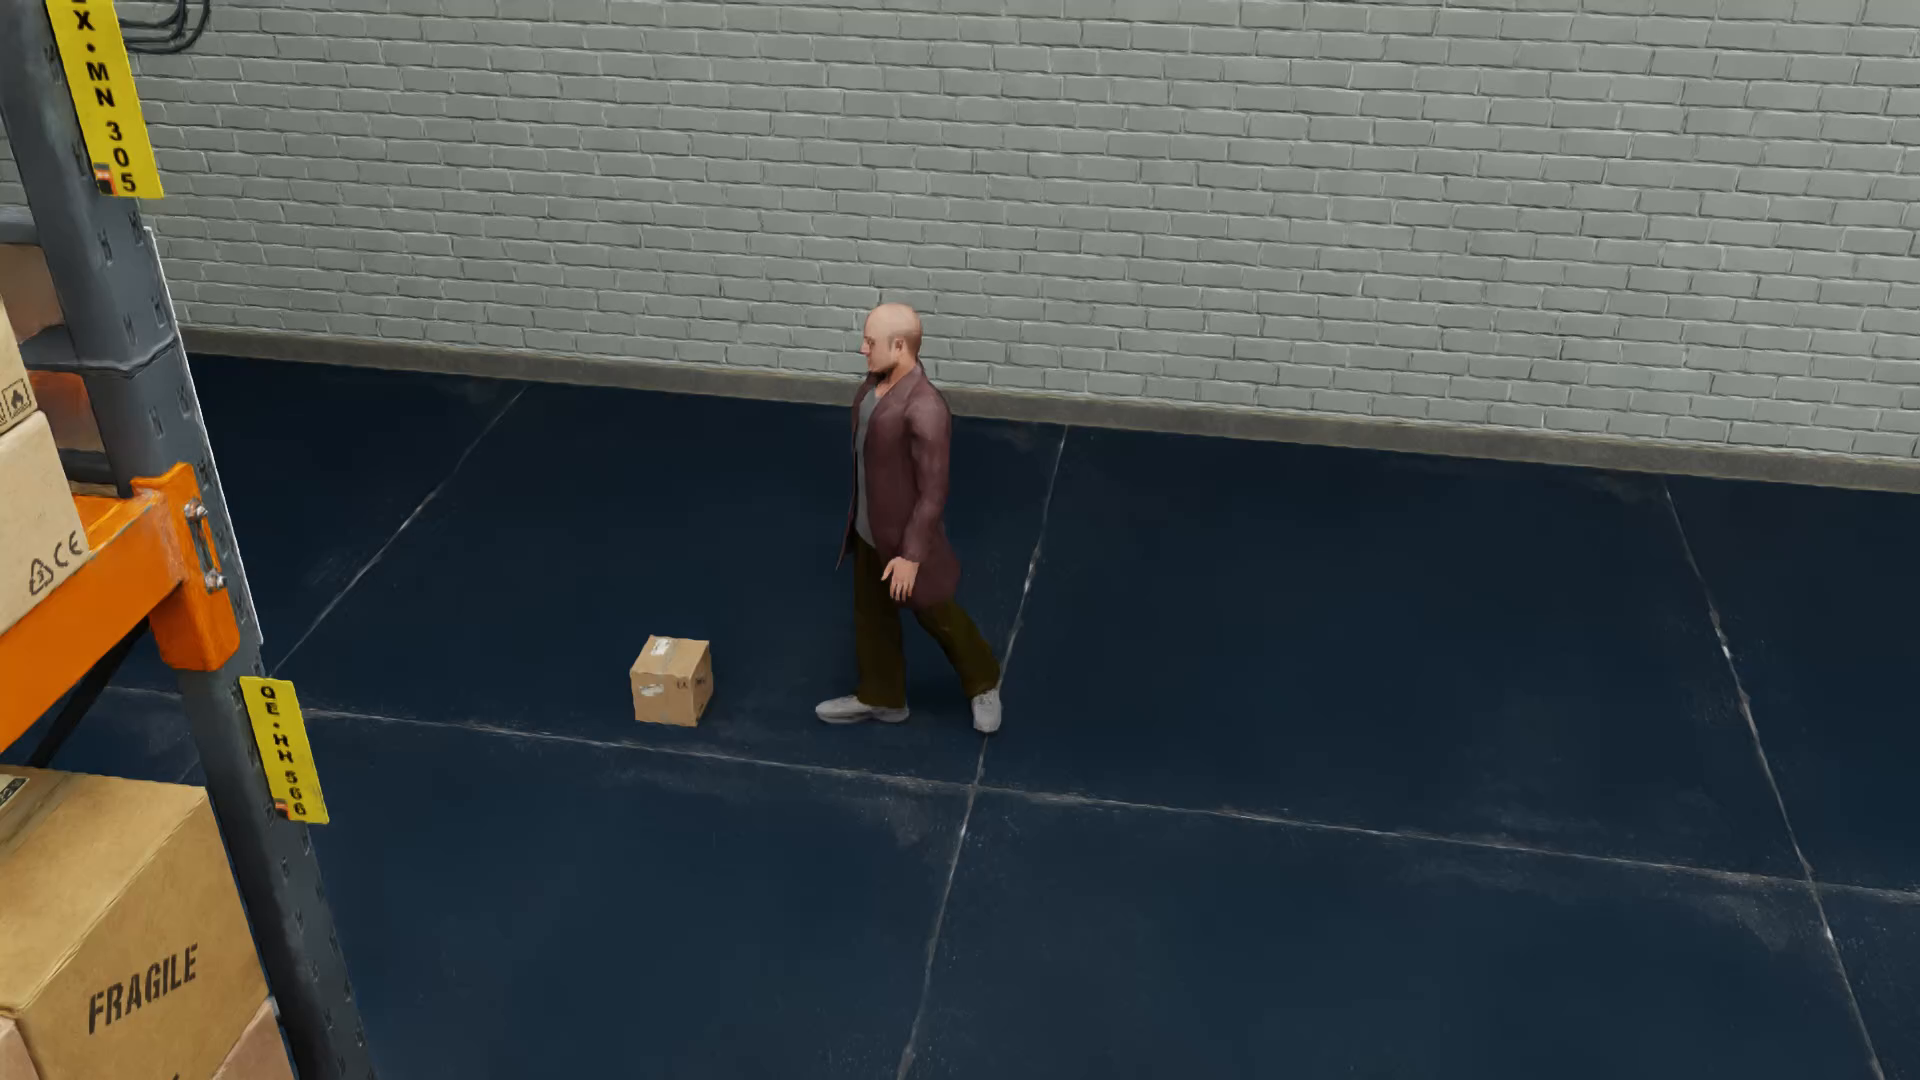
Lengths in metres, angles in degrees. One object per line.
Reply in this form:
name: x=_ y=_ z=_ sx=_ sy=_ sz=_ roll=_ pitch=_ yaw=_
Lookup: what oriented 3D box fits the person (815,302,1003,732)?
person: x=-0.194 y=-0.065 z=6.258 sx=0.730 sy=1.773 sz=0.683 roll=-16 pitch=35 yaw=-24
